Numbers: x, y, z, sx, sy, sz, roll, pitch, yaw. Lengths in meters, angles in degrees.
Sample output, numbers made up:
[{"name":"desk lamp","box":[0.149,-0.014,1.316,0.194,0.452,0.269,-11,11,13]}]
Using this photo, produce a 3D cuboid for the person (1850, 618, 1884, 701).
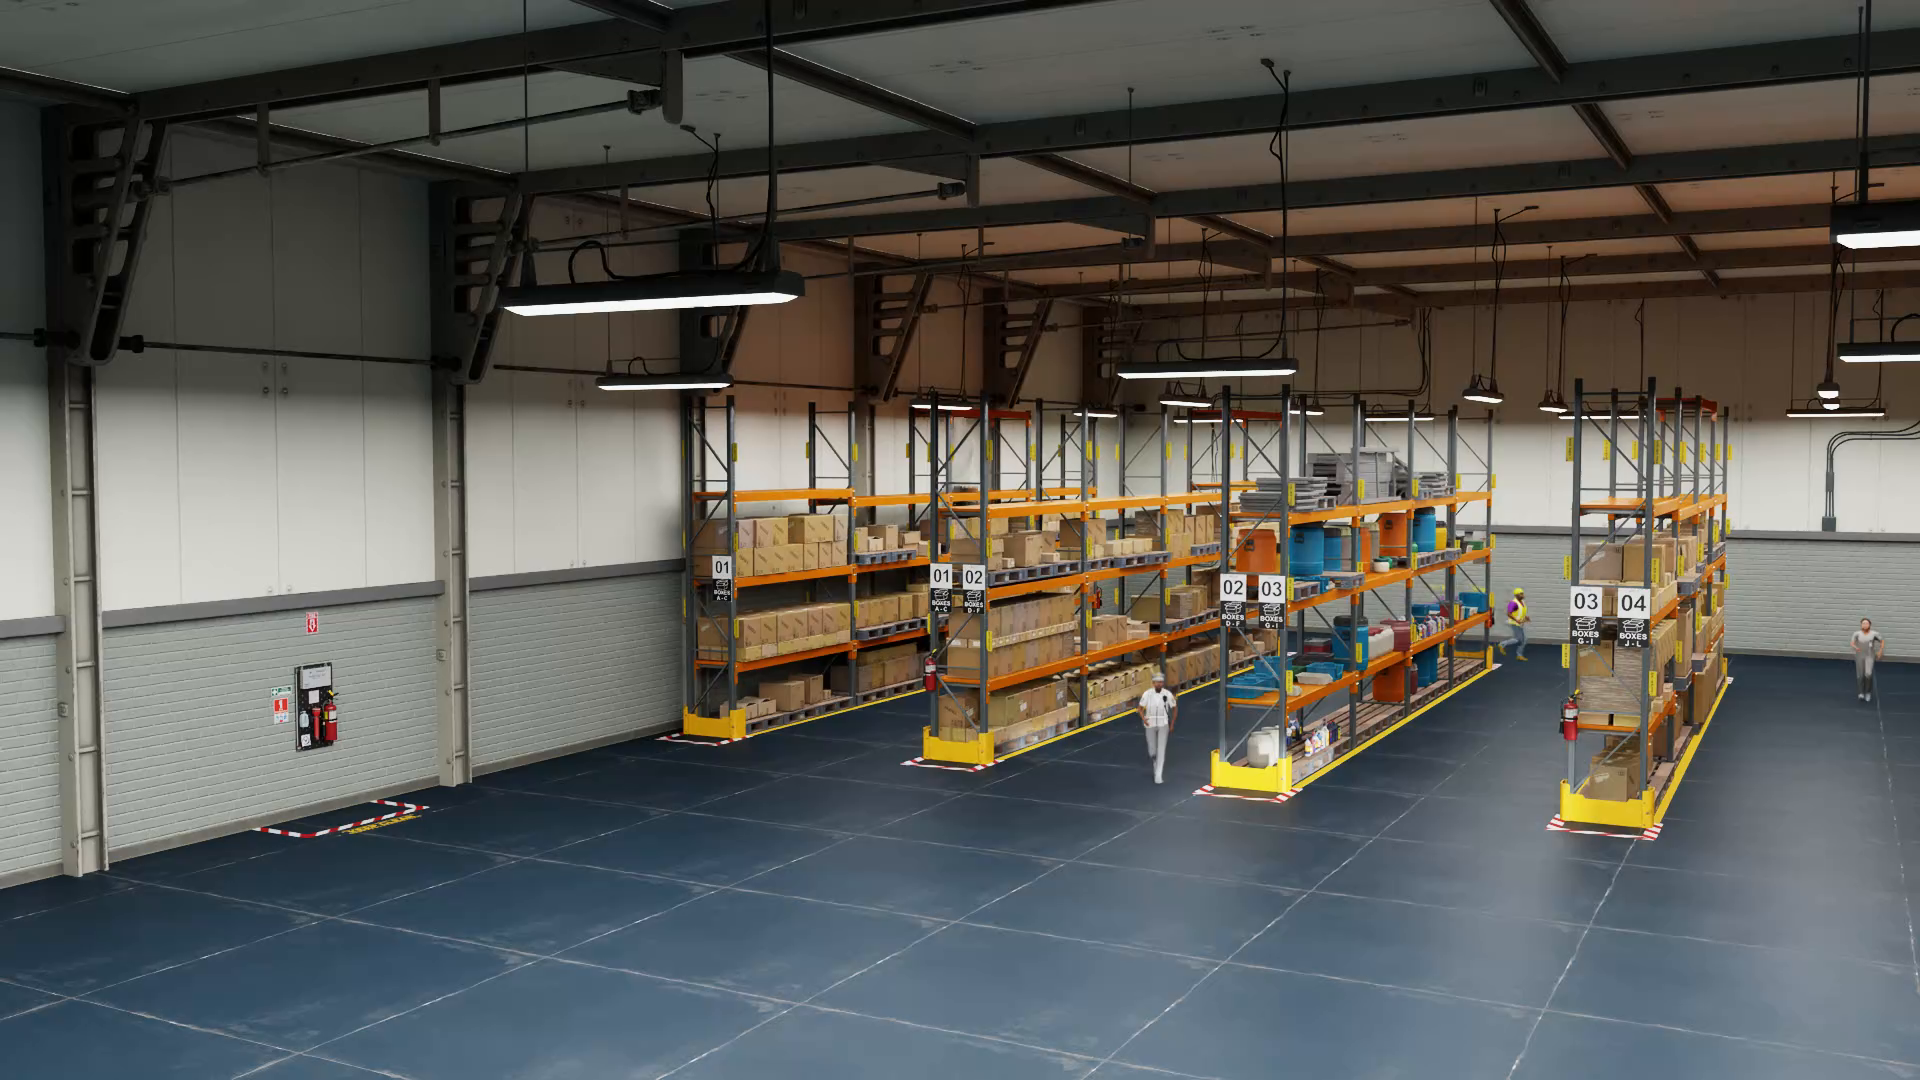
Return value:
[{"name":"person","box":[18.276,2.426,33.535,0.587,1.664,0.686,2,4,34]}]

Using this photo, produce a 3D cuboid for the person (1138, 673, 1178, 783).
[{"name":"person","box":[3.024,2.850,25.435,0.612,1.681,0.591,1,3,11]}]

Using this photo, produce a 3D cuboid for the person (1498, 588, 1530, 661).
[{"name":"person","box":[13.431,2.031,40.206,0.705,1.748,0.702,3,4,41]}]
